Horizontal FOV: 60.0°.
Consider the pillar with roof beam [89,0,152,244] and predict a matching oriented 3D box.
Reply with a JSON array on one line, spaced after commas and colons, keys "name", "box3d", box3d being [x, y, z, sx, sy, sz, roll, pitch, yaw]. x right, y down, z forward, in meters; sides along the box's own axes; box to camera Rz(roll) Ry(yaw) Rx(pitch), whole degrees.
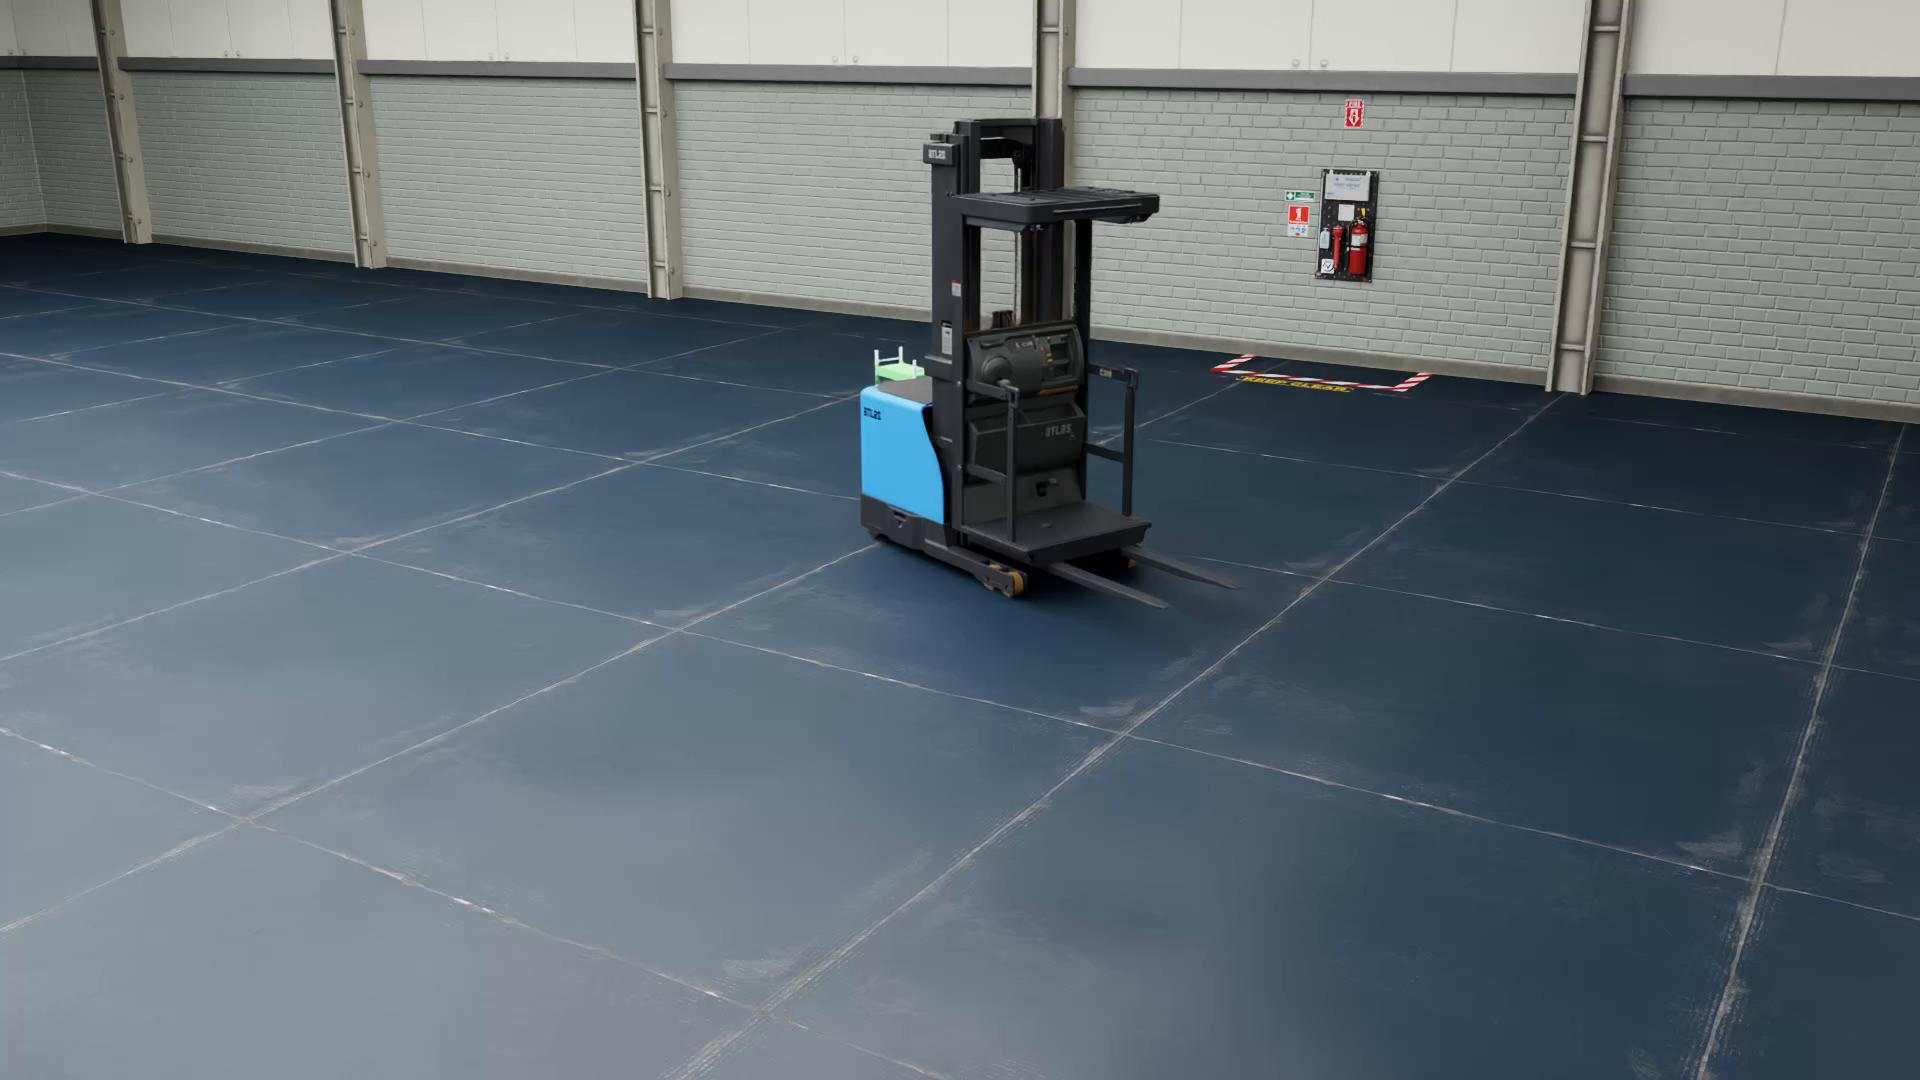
[{"name": "pillar with roof beam", "box3d": [-16.523, -8.410, 24.083, 0.400, 9.000, 9.100, 10, 20, 30]}]

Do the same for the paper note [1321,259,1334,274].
[{"name": "paper note", "box3d": [3.981, -2.963, 17.989, 0.142, 0.148, 0.016, 10, 20, 30]}]

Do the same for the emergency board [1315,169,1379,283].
[{"name": "emergency board", "box3d": [4.095, -3.340, 17.716, 0.643, 1.169, 0.194, 10, 20, 30]}]

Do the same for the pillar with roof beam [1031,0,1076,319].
[{"name": "pillar with roof beam", "box3d": [-1.185, -5.672, 15.070, 0.400, 9.000, 9.100, 10, 20, 30]}]

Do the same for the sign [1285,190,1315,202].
[{"name": "sign", "box3d": [3.677, -3.717, 17.985, 0.331, 0.109, 0.001, 10, 20, 30]}]

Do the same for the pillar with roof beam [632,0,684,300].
[{"name": "pillar with roof beam", "box3d": [-6.297, -6.584, 18.074, 0.400, 9.000, 9.100, 10, 20, 30]}]

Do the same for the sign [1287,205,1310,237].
[{"name": "sign", "box3d": [3.678, -3.467, 18.072, 0.234, 0.329, 0.001, 10, 20, 30]}]

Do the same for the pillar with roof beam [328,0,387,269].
[{"name": "pillar with roof beam", "box3d": [-11.410, -7.497, 21.079, 0.400, 9.000, 9.100, 10, 20, 30]}]

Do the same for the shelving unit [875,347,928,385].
[{"name": "shelving unit", "box3d": [-0.388, -0.807, 12.474, 0.258, 1.200, 0.503, -12, 21, -35]}]

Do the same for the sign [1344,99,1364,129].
[{"name": "sign", "box3d": [4.141, -4.475, 17.464, 0.199, 0.298, 0.001, 10, 20, 30]}]

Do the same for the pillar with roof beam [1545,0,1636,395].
[{"name": "pillar with roof beam", "box3d": [3.928, -4.759, 12.065, 0.400, 9.000, 9.100, 10, 20, 30]}]

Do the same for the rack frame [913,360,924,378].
[{"name": "rack frame", "box3d": [-0.241, -0.750, 12.287, 0.240, 1.200, 0.015, -12, 21, -35]}]

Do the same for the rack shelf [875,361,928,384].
[{"name": "rack shelf", "box3d": [-0.388, -1.205, 12.353, 0.258, 0.148, 0.480, -12, 21, -35]}]

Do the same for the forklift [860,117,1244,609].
[{"name": "forklift", "box3d": [0.565, -1.197, 10.778, 1.130, 2.935, 3.031, -12, 21, -35]}]

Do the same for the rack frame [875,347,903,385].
[{"name": "rack frame", "box3d": [-0.534, -0.864, 12.661, 0.240, 1.200, 0.015, -12, 21, -35]}]
